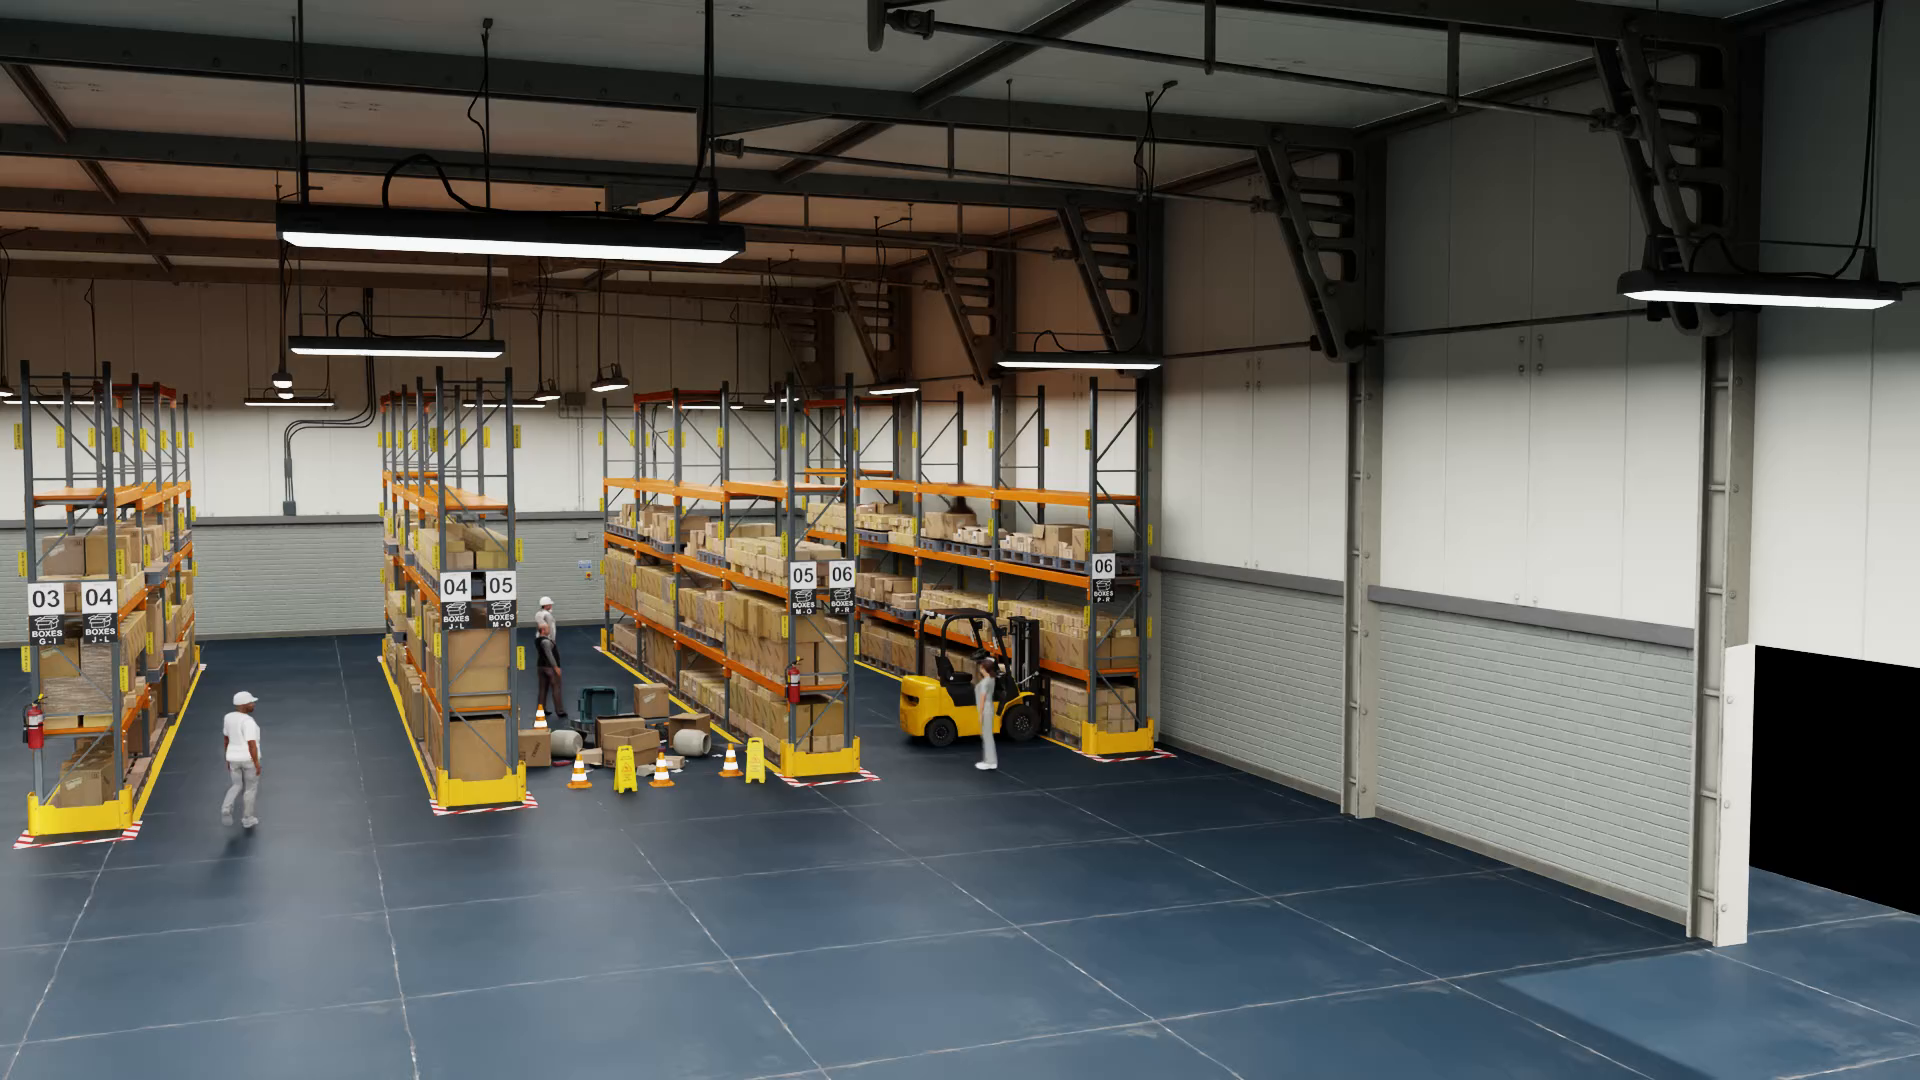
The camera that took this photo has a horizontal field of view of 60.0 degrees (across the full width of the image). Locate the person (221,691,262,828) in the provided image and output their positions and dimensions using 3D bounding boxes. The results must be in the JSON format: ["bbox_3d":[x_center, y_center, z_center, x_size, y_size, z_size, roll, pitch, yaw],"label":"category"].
[{"bbox_3d":[-9.239,2.825,21.342,0.552,1.758,0.618,0,3,8],"label":"person"}]

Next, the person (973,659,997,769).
[{"bbox_3d":[0.387,2.658,25.276,0.370,1.673,0.469,0,3,3],"label":"person"}]

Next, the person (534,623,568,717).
[{"bbox_3d":[-7.405,2.346,30.023,0.638,1.713,0.491,3,4,37],"label":"person"}]

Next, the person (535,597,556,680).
[{"bbox_3d":[-8.478,2.052,34.149,0.585,1.776,0.413,3,5,43],"label":"person"}]
